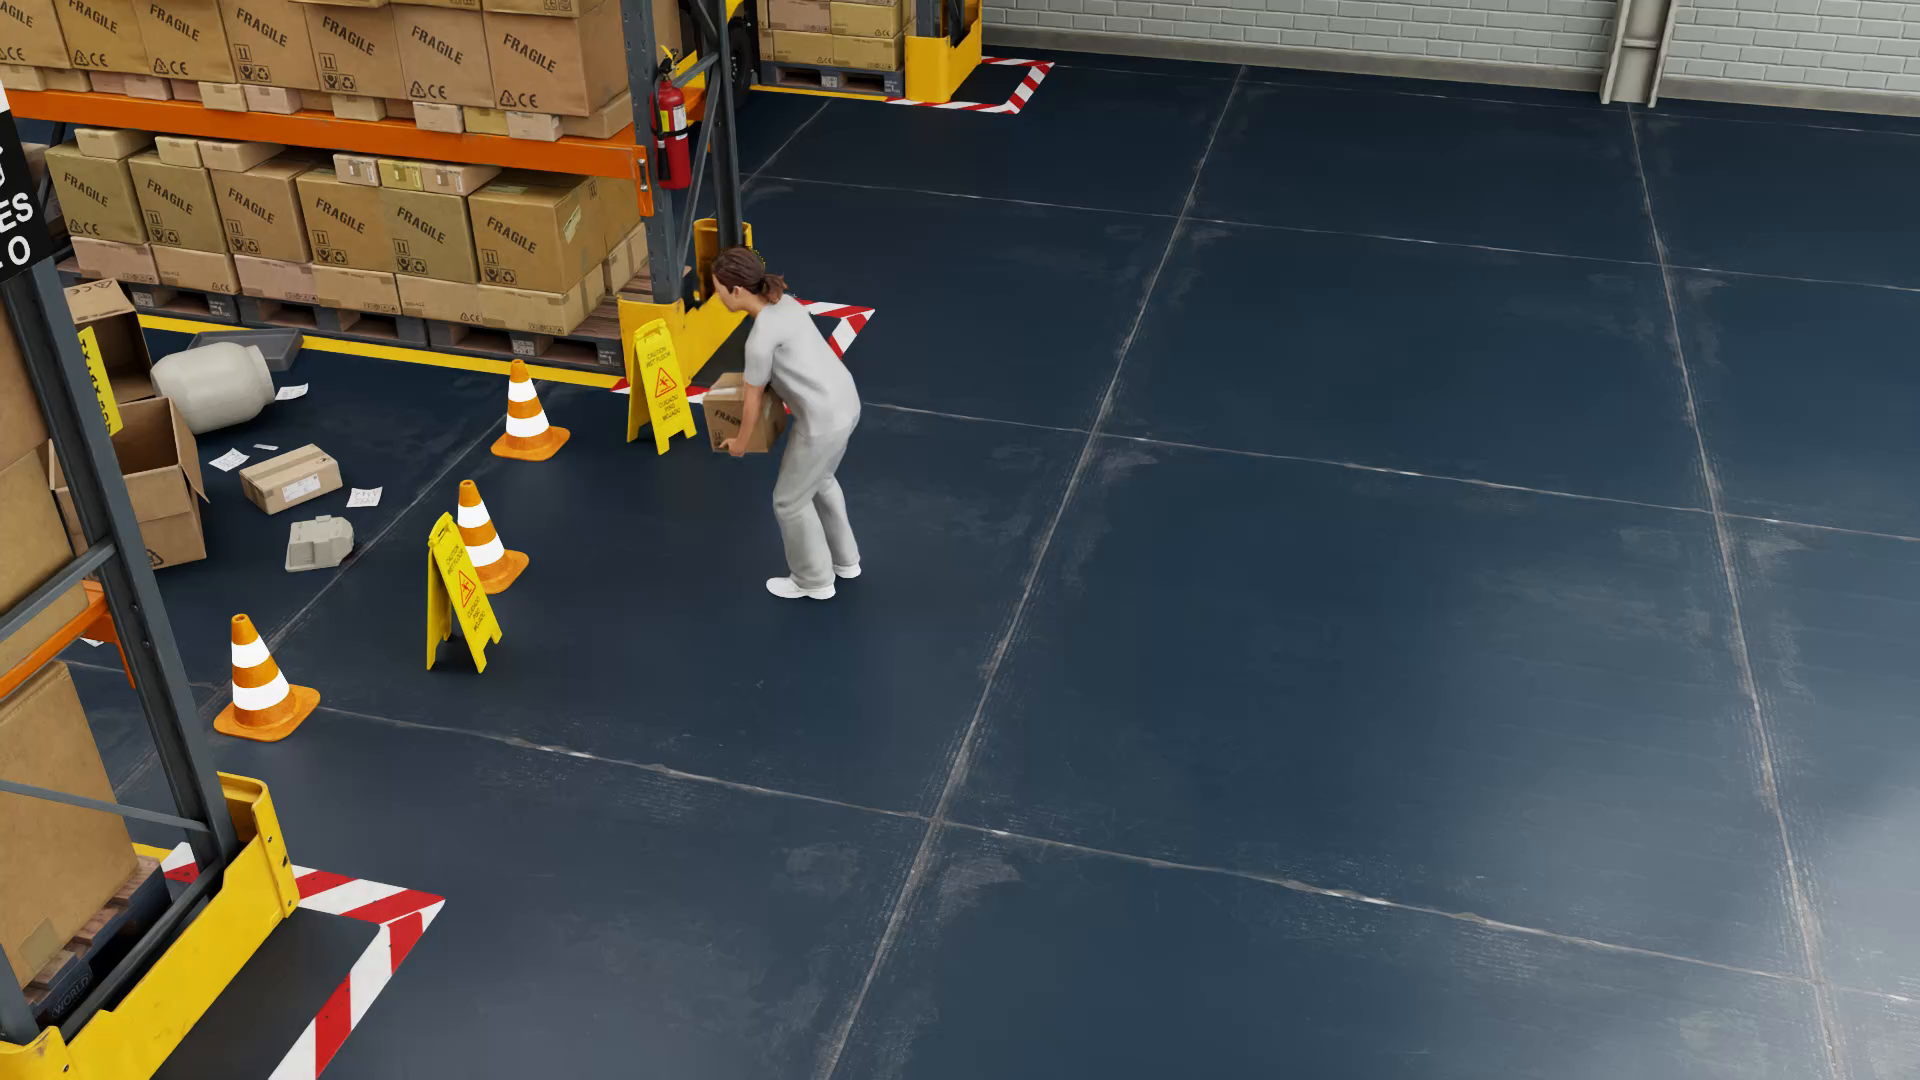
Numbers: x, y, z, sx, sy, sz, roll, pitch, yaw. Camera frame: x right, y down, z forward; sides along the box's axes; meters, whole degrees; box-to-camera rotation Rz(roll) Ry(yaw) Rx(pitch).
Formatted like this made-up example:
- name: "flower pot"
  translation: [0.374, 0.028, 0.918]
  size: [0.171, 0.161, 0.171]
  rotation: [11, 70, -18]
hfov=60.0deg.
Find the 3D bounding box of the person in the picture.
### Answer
- name: "person"
  translation: [-0.710, -0.472, 6.967]
  size: [0.576, 1.575, 0.410]
  rotation: [8, 34, 11]
